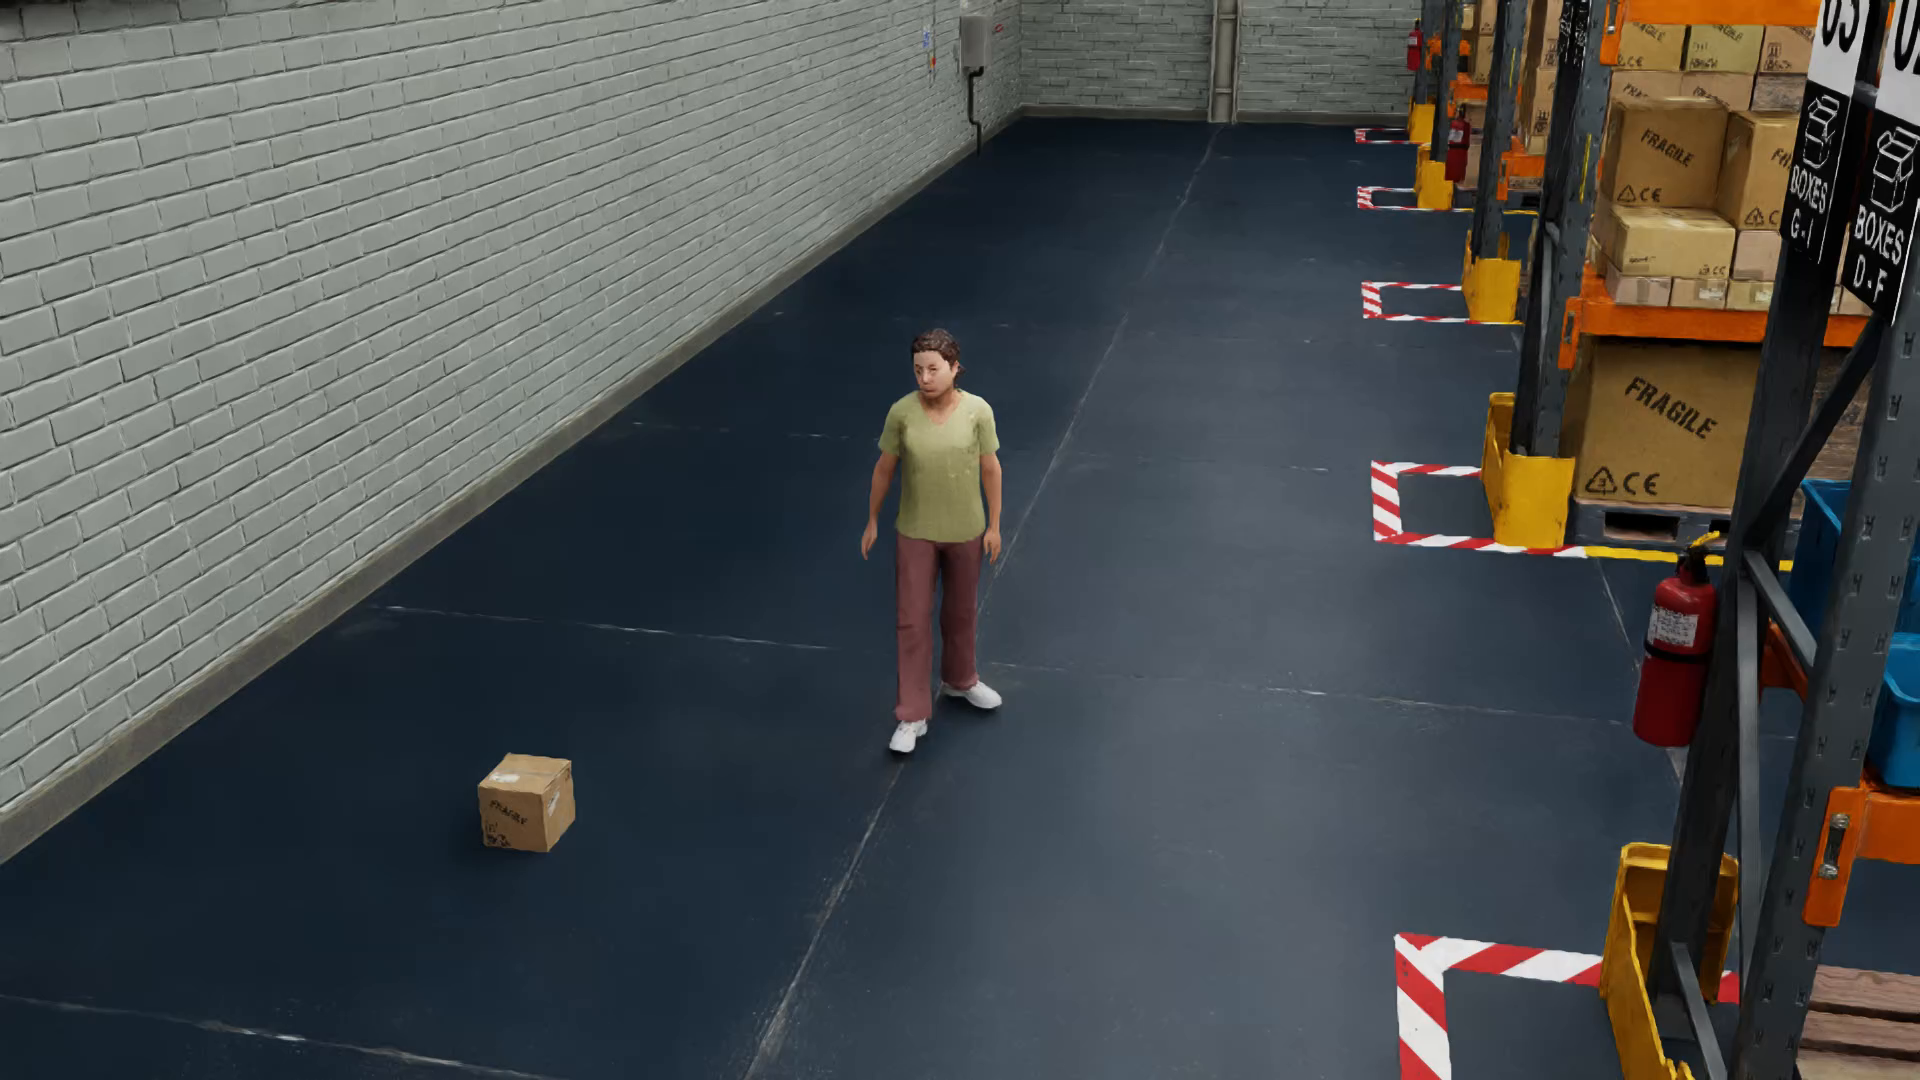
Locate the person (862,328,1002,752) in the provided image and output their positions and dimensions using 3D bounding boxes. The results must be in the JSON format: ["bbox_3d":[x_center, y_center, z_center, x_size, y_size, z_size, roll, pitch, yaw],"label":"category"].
[{"bbox_3d":[-0.102,-0.015,6.599,0.576,1.665,0.623,-2,22,-4],"label":"person"}]
